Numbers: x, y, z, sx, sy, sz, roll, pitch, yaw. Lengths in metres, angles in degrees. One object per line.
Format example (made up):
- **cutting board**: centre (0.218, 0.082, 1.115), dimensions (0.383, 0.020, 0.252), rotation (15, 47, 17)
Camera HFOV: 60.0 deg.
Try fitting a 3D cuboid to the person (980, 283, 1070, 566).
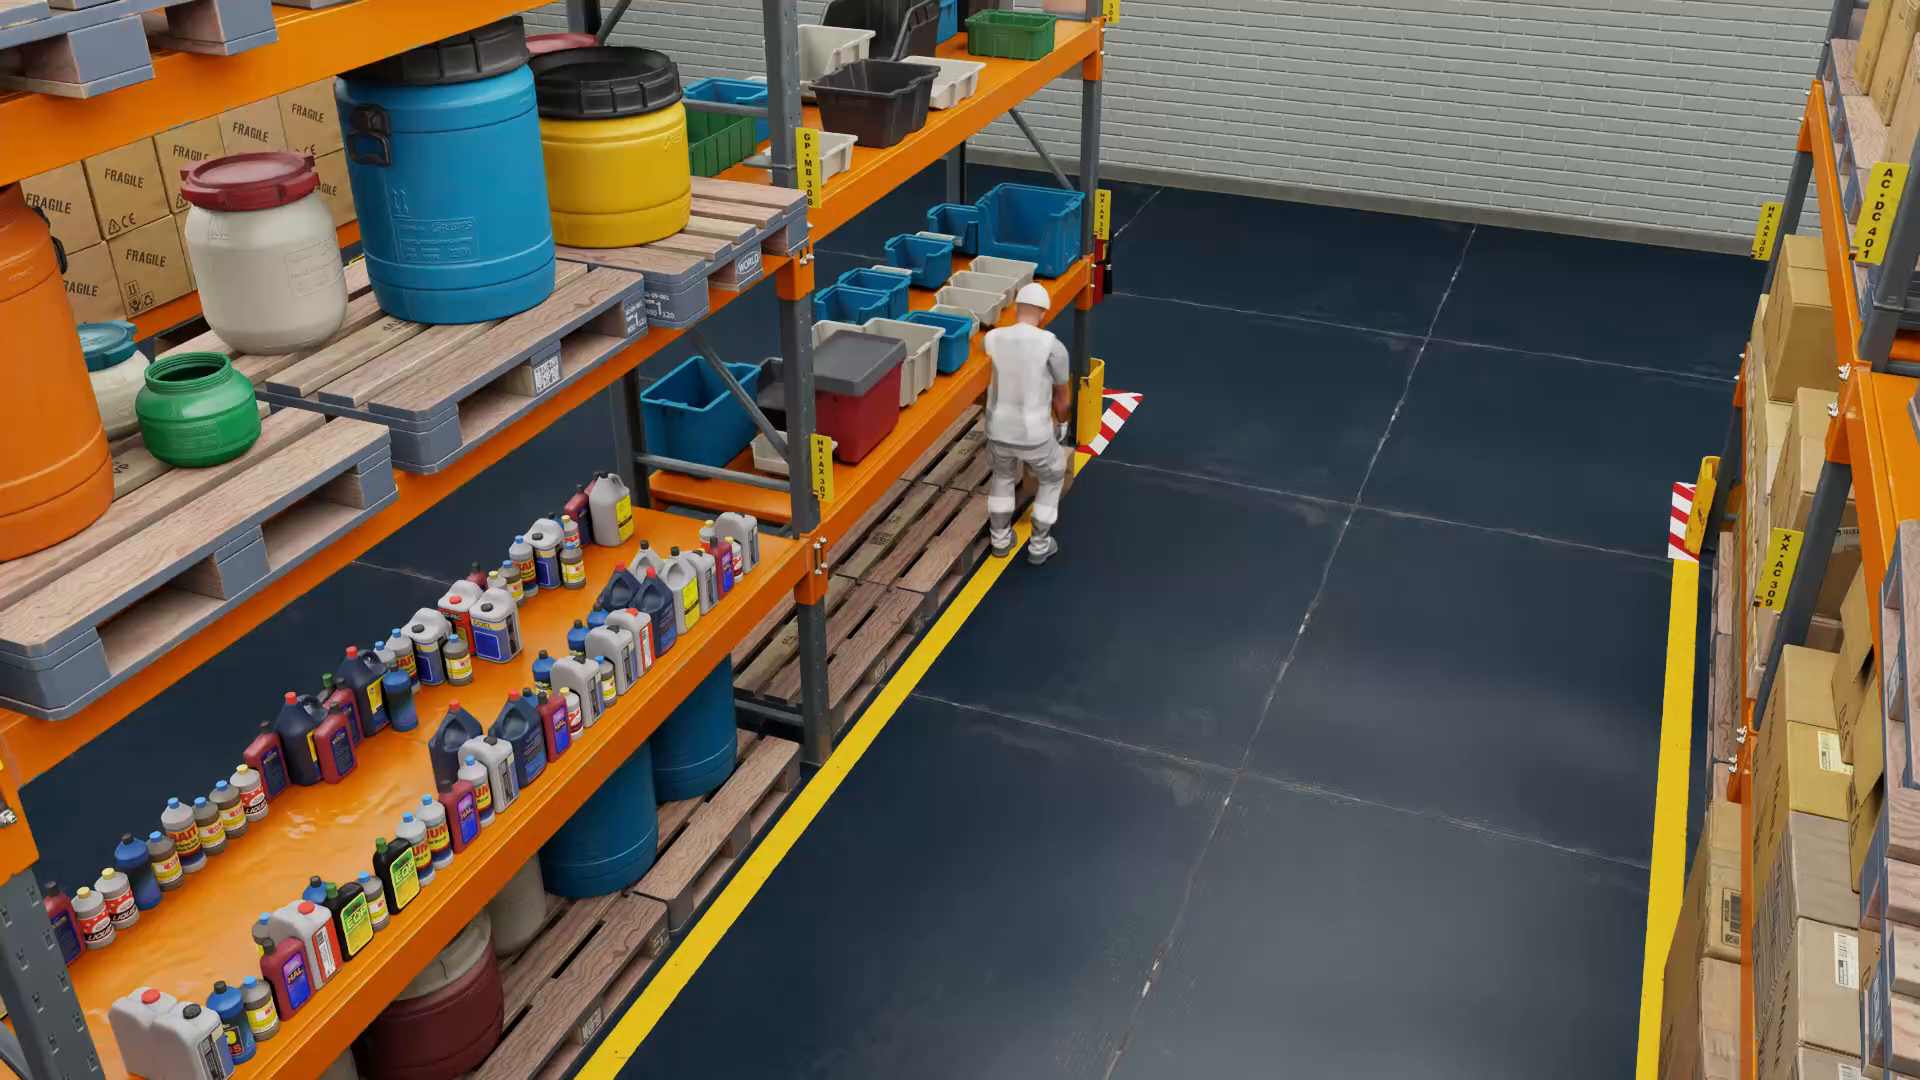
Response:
- **person**: centre (0.360, -0.669, 9.712), dimensions (0.562, 1.647, 0.580), rotation (12, 31, 20)
